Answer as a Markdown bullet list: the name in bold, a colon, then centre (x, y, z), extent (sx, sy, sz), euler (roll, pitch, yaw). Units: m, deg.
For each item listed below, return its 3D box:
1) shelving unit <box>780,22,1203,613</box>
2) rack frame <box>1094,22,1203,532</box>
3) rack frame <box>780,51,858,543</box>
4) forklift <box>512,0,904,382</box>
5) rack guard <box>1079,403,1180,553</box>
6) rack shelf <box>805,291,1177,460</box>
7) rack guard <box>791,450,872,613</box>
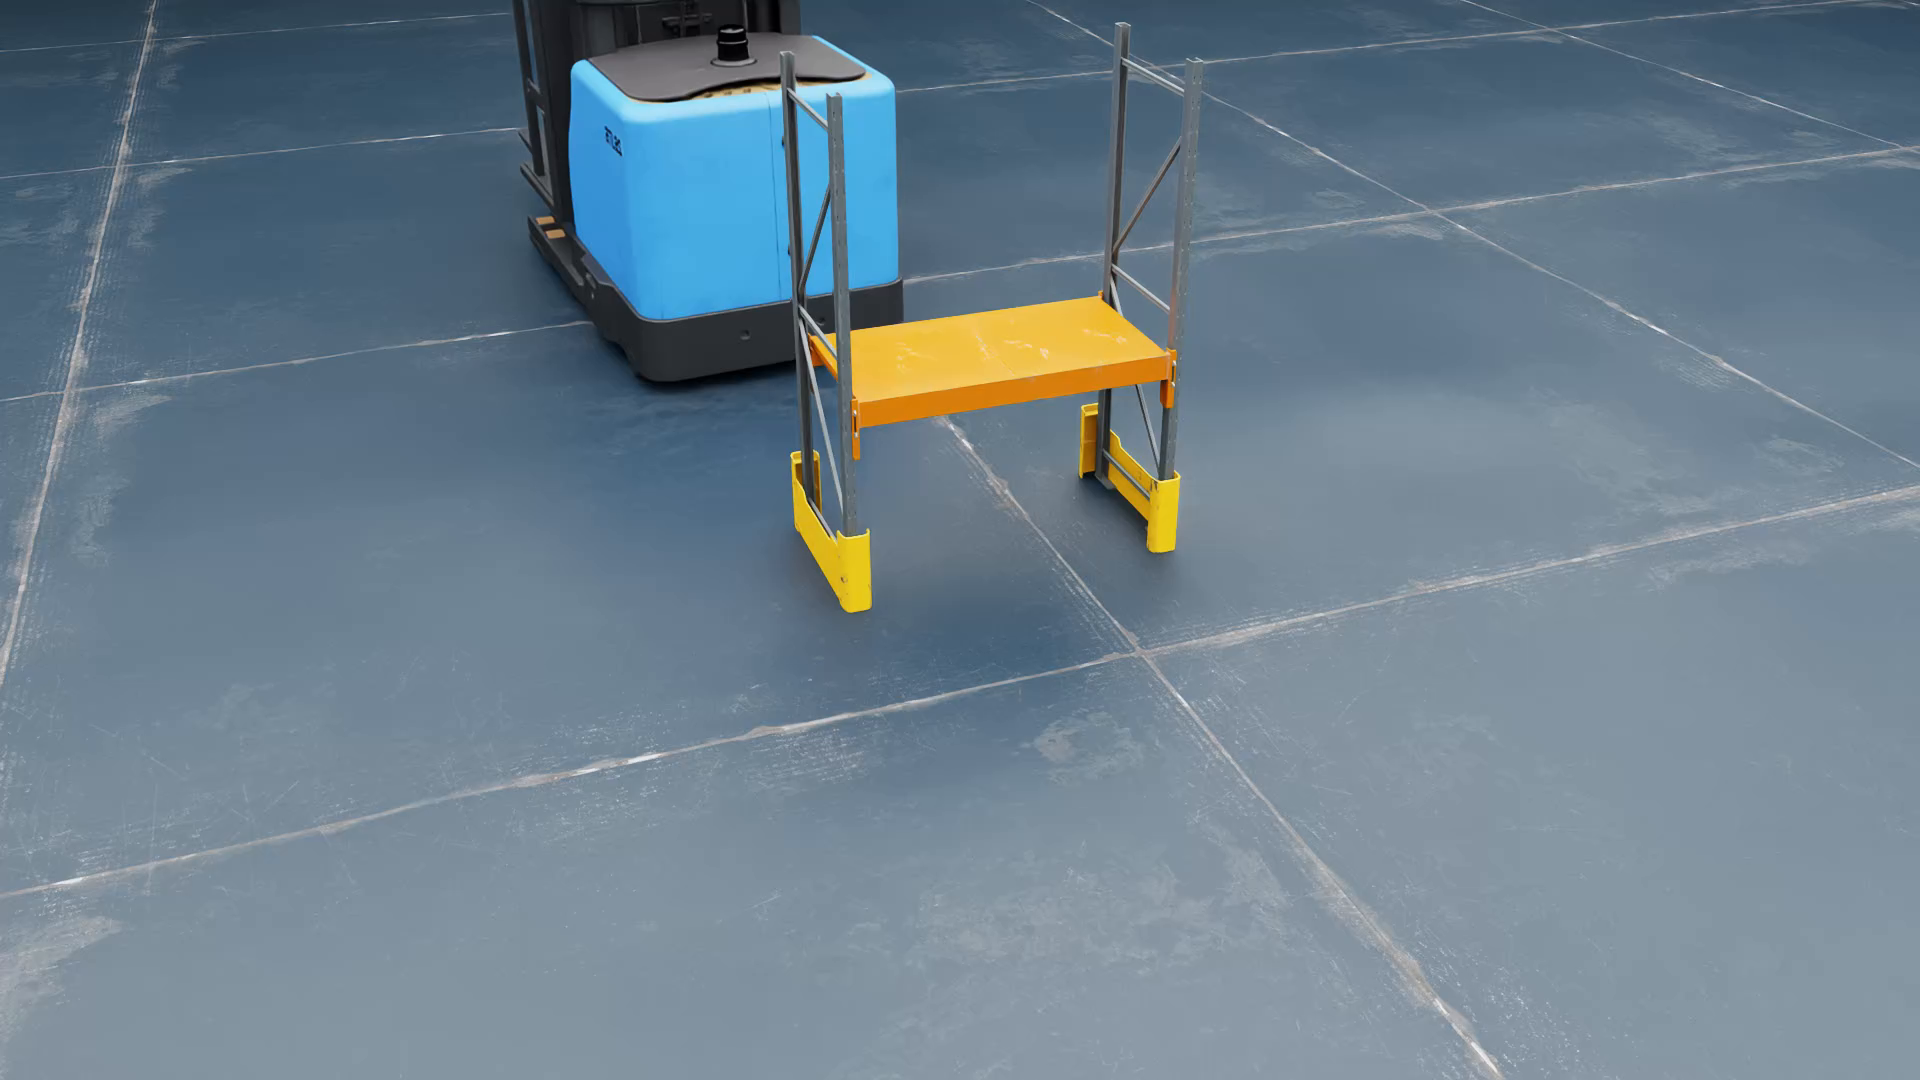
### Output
- **shelving unit**: centre (0.071, -0.665, 4.902), extent (1.083, 1.500, 0.587), euler (-10, 31, -18)
- **rack frame**: centre (0.556, -0.754, 5.059), extent (0.032, 1.500, 0.500), euler (-10, 31, -18)
- **rack frame**: centre (-0.396, -0.579, 4.751), extent (0.032, 1.500, 0.500), euler (-10, 31, -18)
- **forklift**: centre (-1.300, -2.564, 6.790), extent (1.130, 2.935, 3.031), euler (-13, 32, -22)
- **rack guard**: centre (0.538, -0.208, 5.362), extent (0.087, 0.250, 0.587), euler (-10, 31, -18)
- **rack shelf**: centre (0.080, -0.510, 4.994), extent (1.000, 0.185, 0.538), euler (-10, 31, -18)
- **rack guard**: centre (-0.395, -0.036, 5.060), extent (0.087, 0.250, 0.587), euler (-10, 31, -18)
